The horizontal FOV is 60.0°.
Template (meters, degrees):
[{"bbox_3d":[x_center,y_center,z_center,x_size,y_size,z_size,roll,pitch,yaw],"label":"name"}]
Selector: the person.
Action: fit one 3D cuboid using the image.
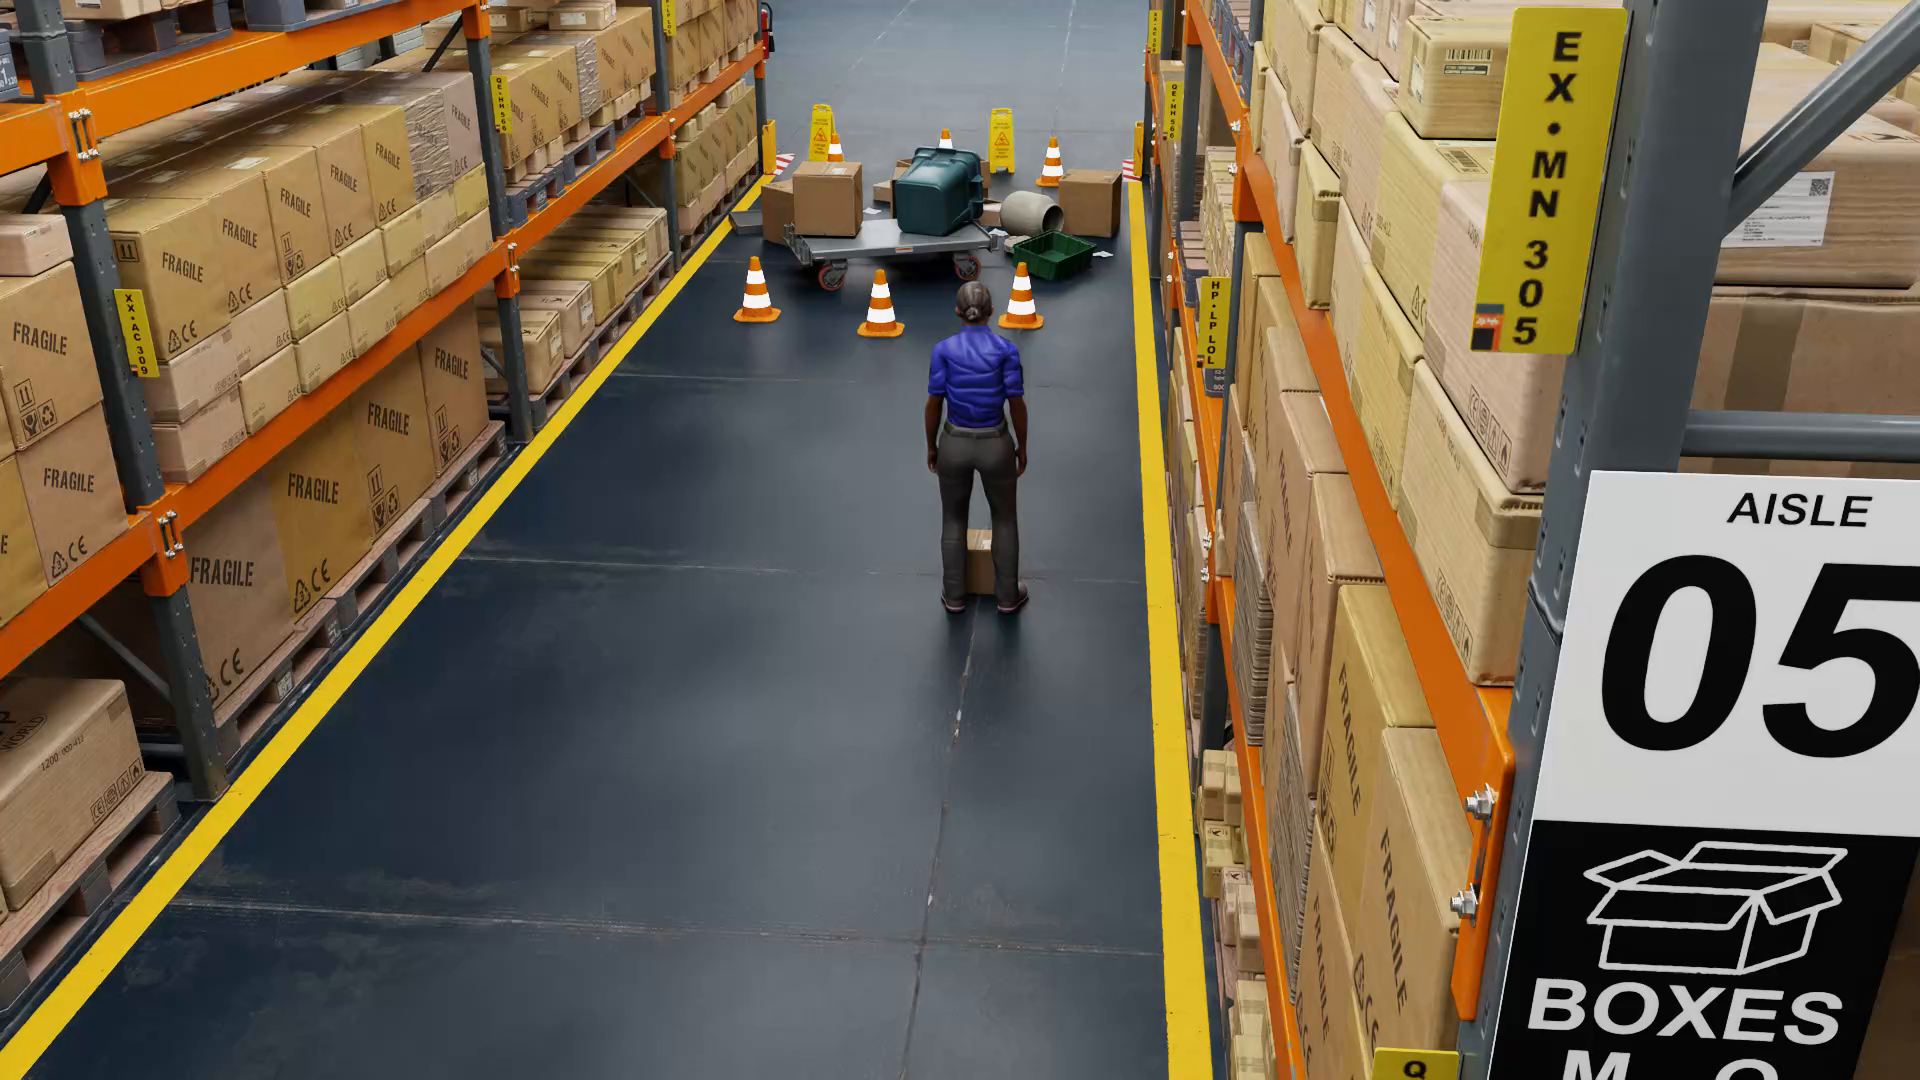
[{"bbox_3d":[0.088,-0.431,8.049,0.509,1.655,0.350,2,25,4],"label":"person"}]
